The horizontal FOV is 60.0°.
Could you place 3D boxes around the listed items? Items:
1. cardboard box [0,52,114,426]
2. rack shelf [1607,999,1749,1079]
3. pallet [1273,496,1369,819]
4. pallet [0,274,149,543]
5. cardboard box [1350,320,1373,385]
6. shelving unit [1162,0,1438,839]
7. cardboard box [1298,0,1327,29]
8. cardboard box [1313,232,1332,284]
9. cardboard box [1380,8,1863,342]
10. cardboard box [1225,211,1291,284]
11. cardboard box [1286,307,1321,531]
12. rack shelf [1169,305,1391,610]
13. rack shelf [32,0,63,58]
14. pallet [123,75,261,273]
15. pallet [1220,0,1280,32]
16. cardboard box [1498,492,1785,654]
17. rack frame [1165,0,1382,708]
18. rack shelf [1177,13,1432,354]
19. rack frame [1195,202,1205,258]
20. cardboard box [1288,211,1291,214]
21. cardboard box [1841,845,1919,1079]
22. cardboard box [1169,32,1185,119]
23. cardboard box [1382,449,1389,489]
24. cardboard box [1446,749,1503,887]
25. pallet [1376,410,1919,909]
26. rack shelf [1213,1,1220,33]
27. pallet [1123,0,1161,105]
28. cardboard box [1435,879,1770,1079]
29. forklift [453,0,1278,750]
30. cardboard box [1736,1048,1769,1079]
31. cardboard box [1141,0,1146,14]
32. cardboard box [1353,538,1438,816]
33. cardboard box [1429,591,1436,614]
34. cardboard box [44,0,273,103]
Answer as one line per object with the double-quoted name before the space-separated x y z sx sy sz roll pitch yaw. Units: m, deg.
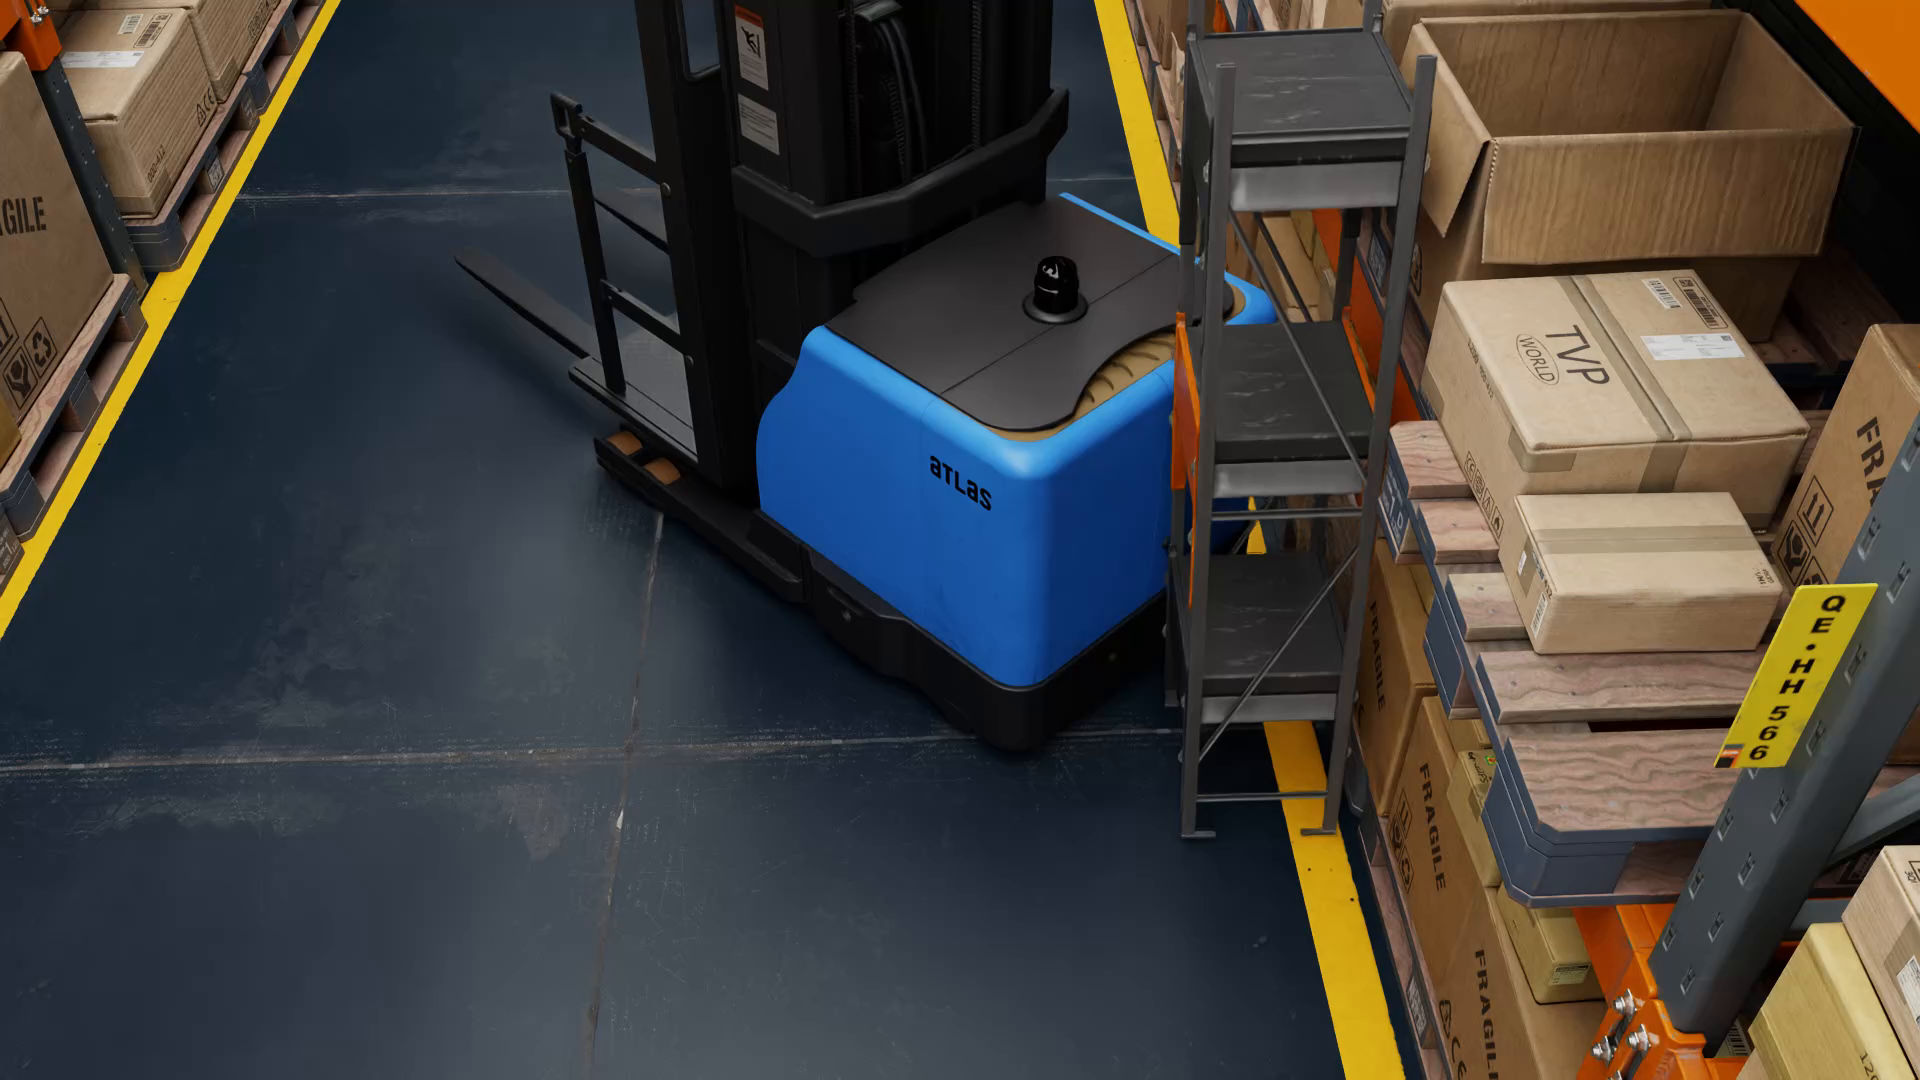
"cardboard box" -3.457 -0.962 5.341 0.875 0.875 0.875 0 43 0
"rack shelf" 1.651 2.164 1.201 1.077 0.370 4.000 -2 43 -2
"pallet" 1.523 0.250 4.821 1.003 0.211 1.213 -2 43 -2
"pallet" -3.455 -0.460 5.596 1.003 0.211 1.213 -2 43 -2
"cardboard box" 1.264 -0.495 4.629 0.380 0.149 0.250 0 43 0
"shelving unit" 0.726 -0.205 3.880 0.431 2.100 0.503 -2 38 2
"cardboard box" 1.072 -1.308 4.246 0.396 0.266 0.258 0 43 0
"cardboard box" 1.282 -0.832 4.997 0.380 0.149 0.250 -2 43 -3
"cardboard box" 1.312 -0.741 3.451 0.797 0.503 0.637 -3 43 -3
"cardboard box" 1.192 -1.052 5.717 0.500 0.500 0.500 0 43 0
"cardboard box" 1.241 -0.356 4.957 0.500 0.500 0.500 -3 43 -3
"rack shelf" 0.727 -0.194 3.888 0.431 0.518 0.480 -2 38 2
"rack shelf" -3.648 -3.092 6.935 1.077 0.370 4.000 -2 43 -2
"pallet" -3.517 -1.494 6.724 1.003 0.211 1.213 -2 43 -2
"pallet" 1.321 -1.538 4.850 1.003 0.211 1.213 -2 43 -2
"cardboard box" 1.155 0.054 2.846 0.380 0.149 0.250 -1 43 -1
"rack frame" 0.728 -0.356 4.071 0.400 2.100 0.015 -2 38 2
"rack shelf" 0.691 -0.743 3.455 0.431 0.518 0.480 -2 38 2
"rack frame" 1.396 -2.152 5.377 1.000 3.000 0.127 -2 43 -2
"cardboard box" 1.235 -1.189 5.387 0.380 0.149 0.250 -3 43 -3
"cardboard box" 1.285 0.496 1.934 0.380 0.149 0.250 0 43 -1
"cardboard box" 1.064 -1.907 6.823 0.396 0.266 0.258 0 43 0
"cardboard box" 1.264 -0.146 4.248 0.380 0.149 0.250 -4 43 -4
"cardboard box" 1.250 0.567 3.471 0.380 0.149 0.250 -4 43 -4
"pallet" 1.467 0.164 2.993 1.213 0.211 1.003 -2 43 -2
"rack shelf" 1.311 -3.237 7.093 1.077 0.370 4.000 -2 43 -2
"pallet" 1.313 -2.413 7.726 1.003 0.211 1.213 -2 43 -2
"cardboard box" 1.333 1.036 3.439 0.500 0.500 0.500 -1 43 -1
"forklift" -0.544 -1.399 4.607 3.031 2.935 1.130 34 52 31
"cardboard box" 1.341 0.911 2.148 0.500 0.250 0.500 -1 43 -2
"cardboard box" 1.078 -2.732 7.549 0.500 0.500 0.500 -1 43 -1
"cardboard box" 1.298 0.345 4.193 0.500 0.500 0.500 0 43 0
"cardboard box" 1.317 0.208 3.862 0.380 0.149 0.250 0 43 -1
"cardboard box" -3.521 -2.248 7.068 0.875 0.438 0.875 -3 43 -3
